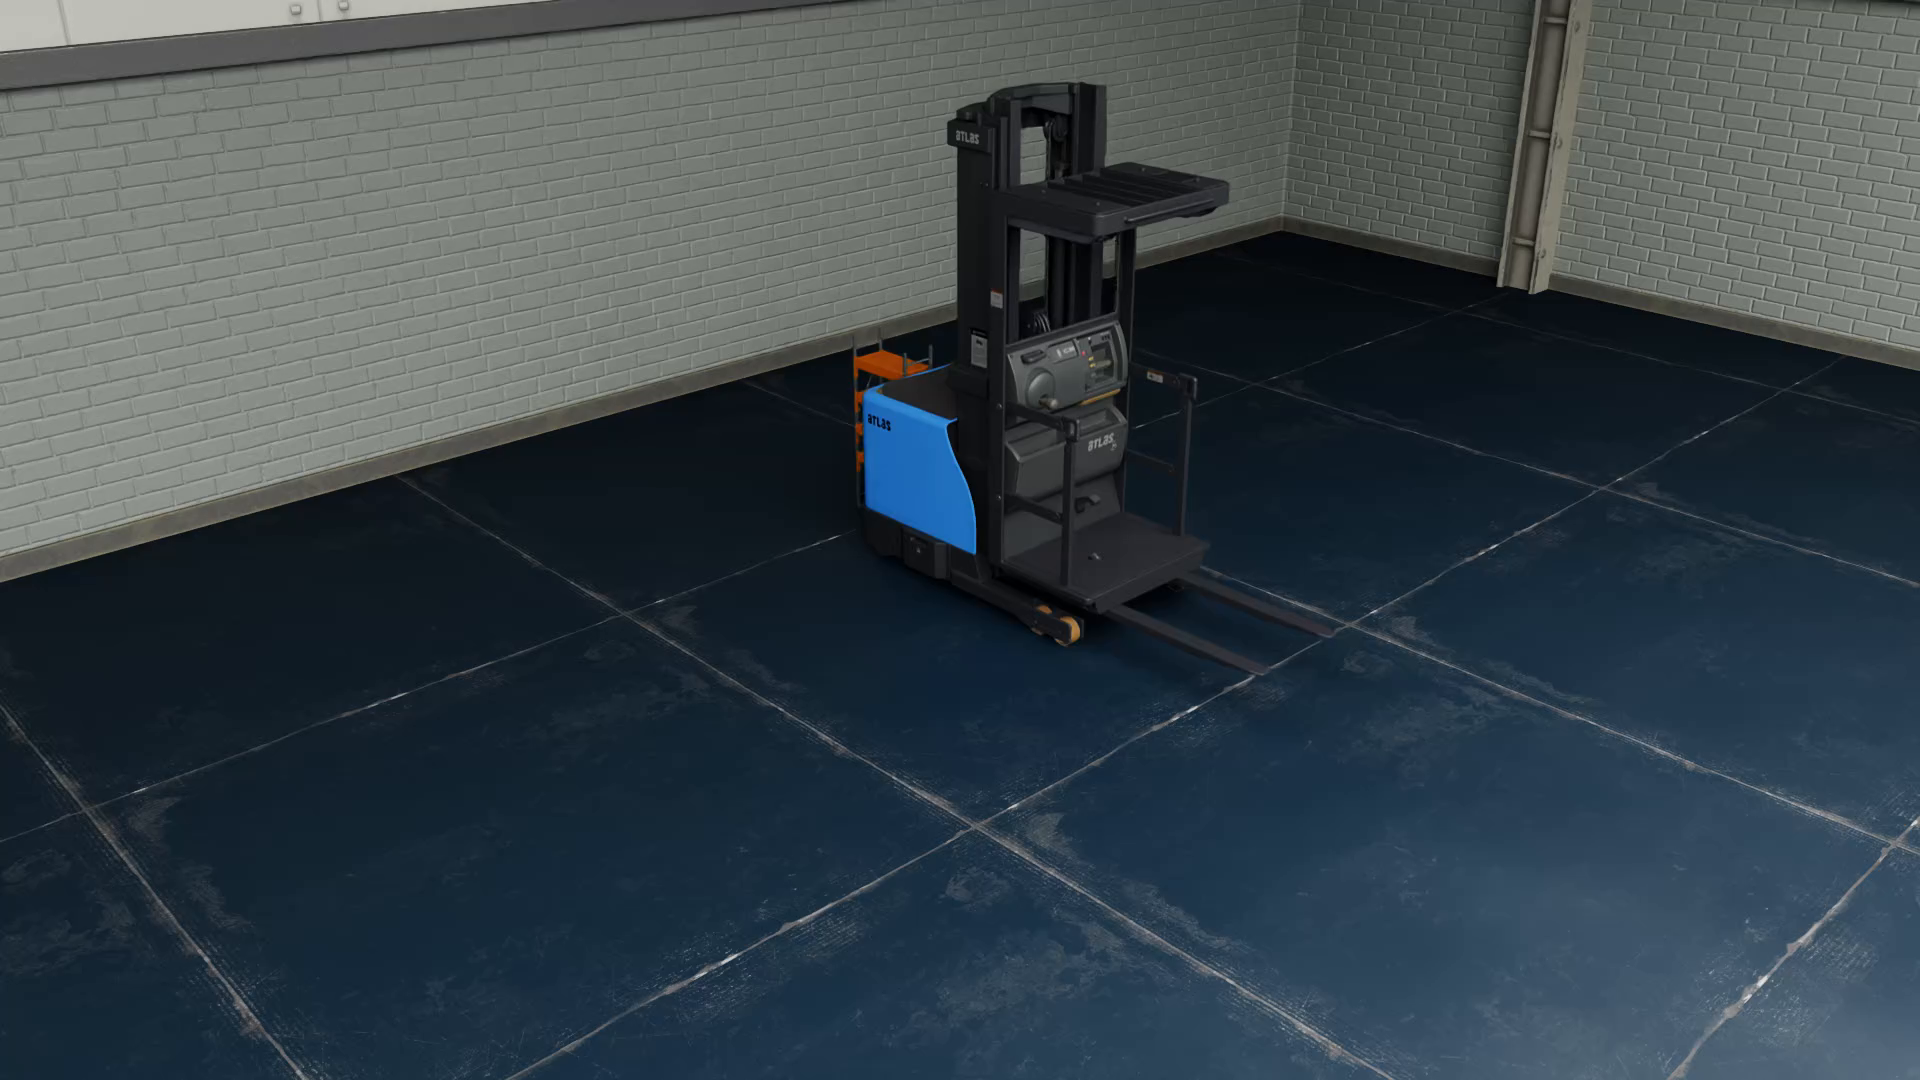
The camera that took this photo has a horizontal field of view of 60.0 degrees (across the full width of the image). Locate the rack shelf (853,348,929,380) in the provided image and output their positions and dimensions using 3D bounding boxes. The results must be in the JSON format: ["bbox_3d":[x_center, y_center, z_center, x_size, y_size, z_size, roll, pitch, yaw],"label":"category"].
[{"bbox_3d":[-0.435,-1.089,10.746,0.258,0.148,0.480,-22,32,-39],"label":"rack shelf"}]

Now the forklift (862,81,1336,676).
[{"bbox_3d":[0.767,-0.974,9.355,1.130,2.935,3.031,-22,32,-39],"label":"forklift"}]

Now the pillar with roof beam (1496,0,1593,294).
[{"bbox_3d":[2.313,-5.325,11.580,9.100,9.000,0.400,-21,32,-38],"label":"pillar with roof beam"}]

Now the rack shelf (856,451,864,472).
[{"bbox_3d":[-0.435,-0.490,11.019,0.258,0.148,0.480,-22,32,-39],"label":"rack shelf"}]

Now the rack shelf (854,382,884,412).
[{"bbox_3d":[-0.435,-0.874,10.844,0.258,0.148,0.480,-22,32,-39],"label":"rack shelf"}]

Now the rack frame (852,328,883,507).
[{"bbox_3d":[-0.604,-0.805,11.069,0.240,1.200,0.015,-22,32,-39],"label":"rack frame"}]

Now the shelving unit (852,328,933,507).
[{"bbox_3d":[-0.435,-0.732,10.909,0.258,1.200,0.503,-22,32,-39],"label":"shelving unit"}]

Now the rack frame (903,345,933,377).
[{"bbox_3d":[-0.267,-0.659,10.748,0.240,1.200,0.015,-22,32,-39],"label":"rack frame"}]

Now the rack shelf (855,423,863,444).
[{"bbox_3d":[-0.435,-0.671,10.937,0.258,0.148,0.480,-22,32,-39],"label":"rack shelf"}]
